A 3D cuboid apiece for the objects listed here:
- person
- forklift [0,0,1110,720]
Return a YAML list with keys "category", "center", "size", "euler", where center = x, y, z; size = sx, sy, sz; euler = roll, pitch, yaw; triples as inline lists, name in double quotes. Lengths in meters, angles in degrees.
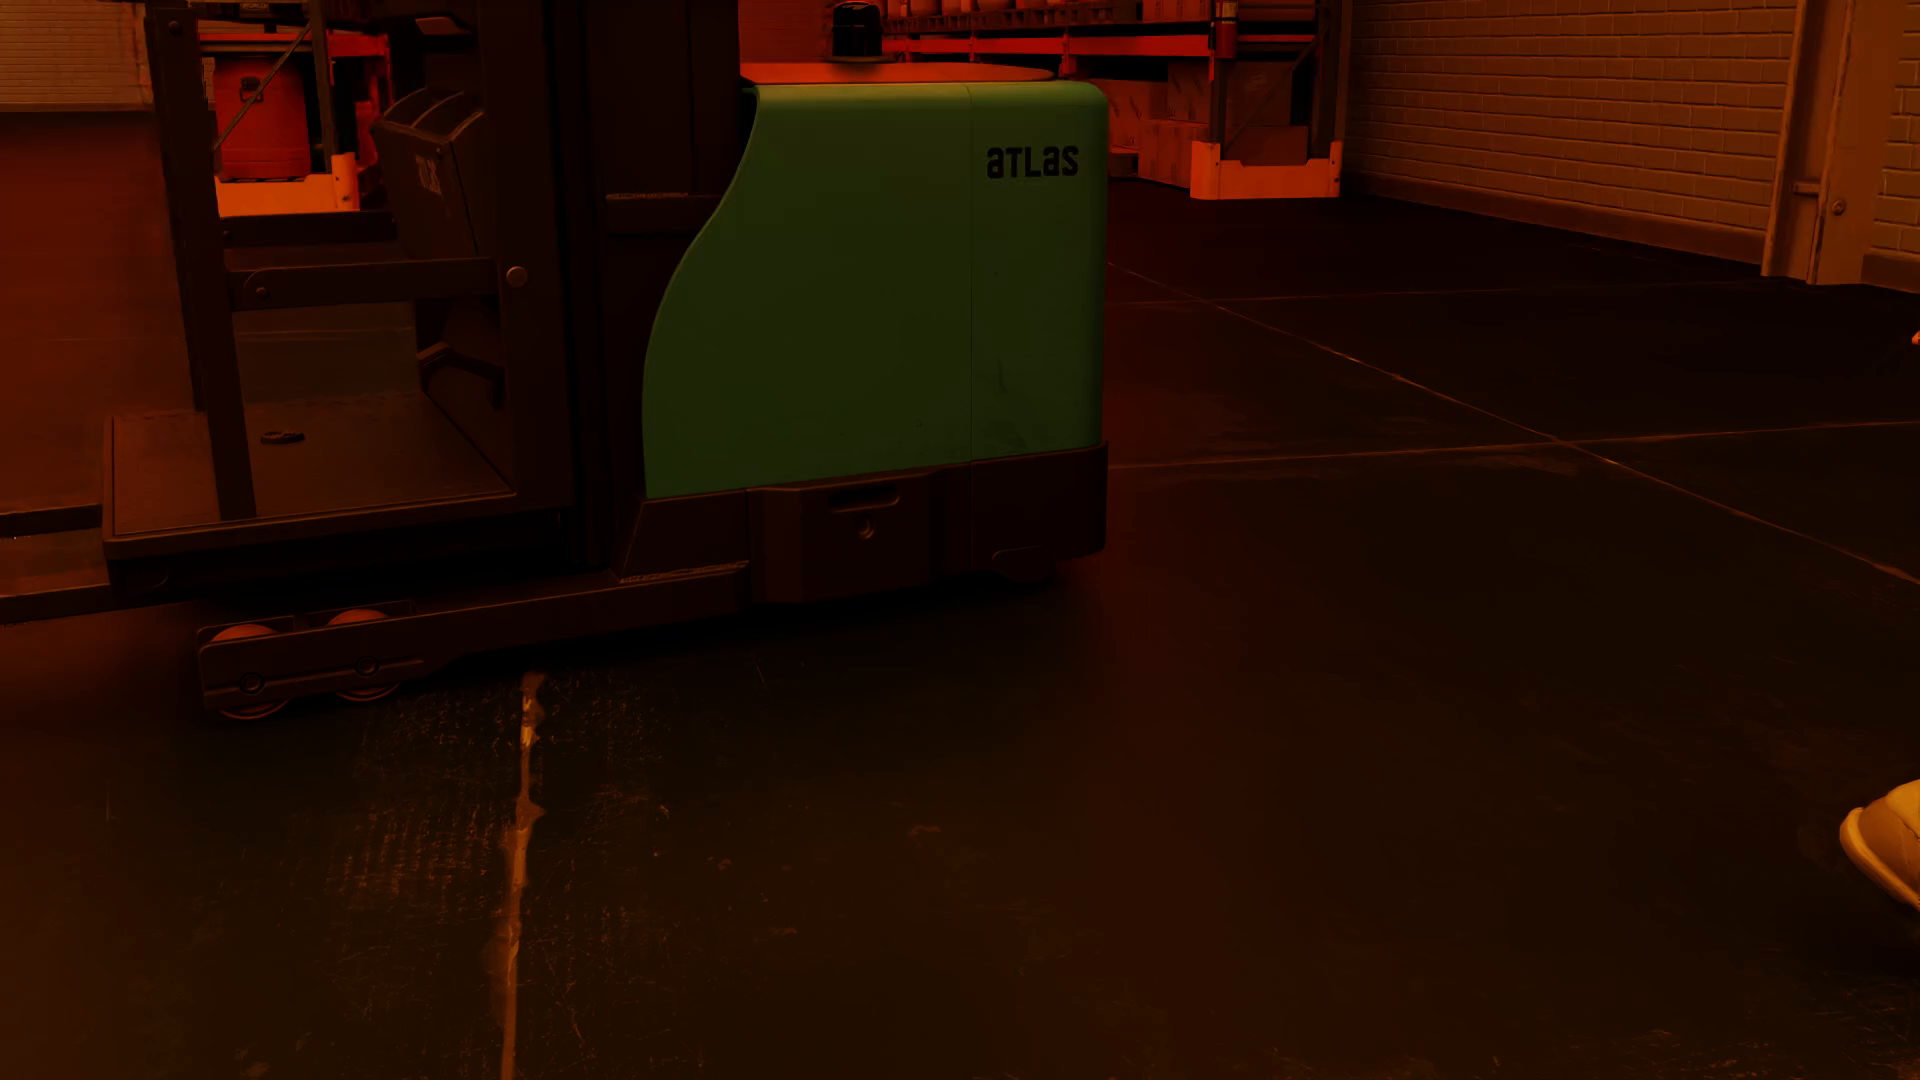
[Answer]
- category: "person"
  center: [1.488, -0.226, 1.874]
  size: [0.779, 1.678, 0.628]
  euler: [12, 20, 34]
- category: "forklift"
  center: [-1.229, -1.258, 3.101]
  size: [3.031, 2.935, 1.130]
  euler: [-8, 18, -25]
